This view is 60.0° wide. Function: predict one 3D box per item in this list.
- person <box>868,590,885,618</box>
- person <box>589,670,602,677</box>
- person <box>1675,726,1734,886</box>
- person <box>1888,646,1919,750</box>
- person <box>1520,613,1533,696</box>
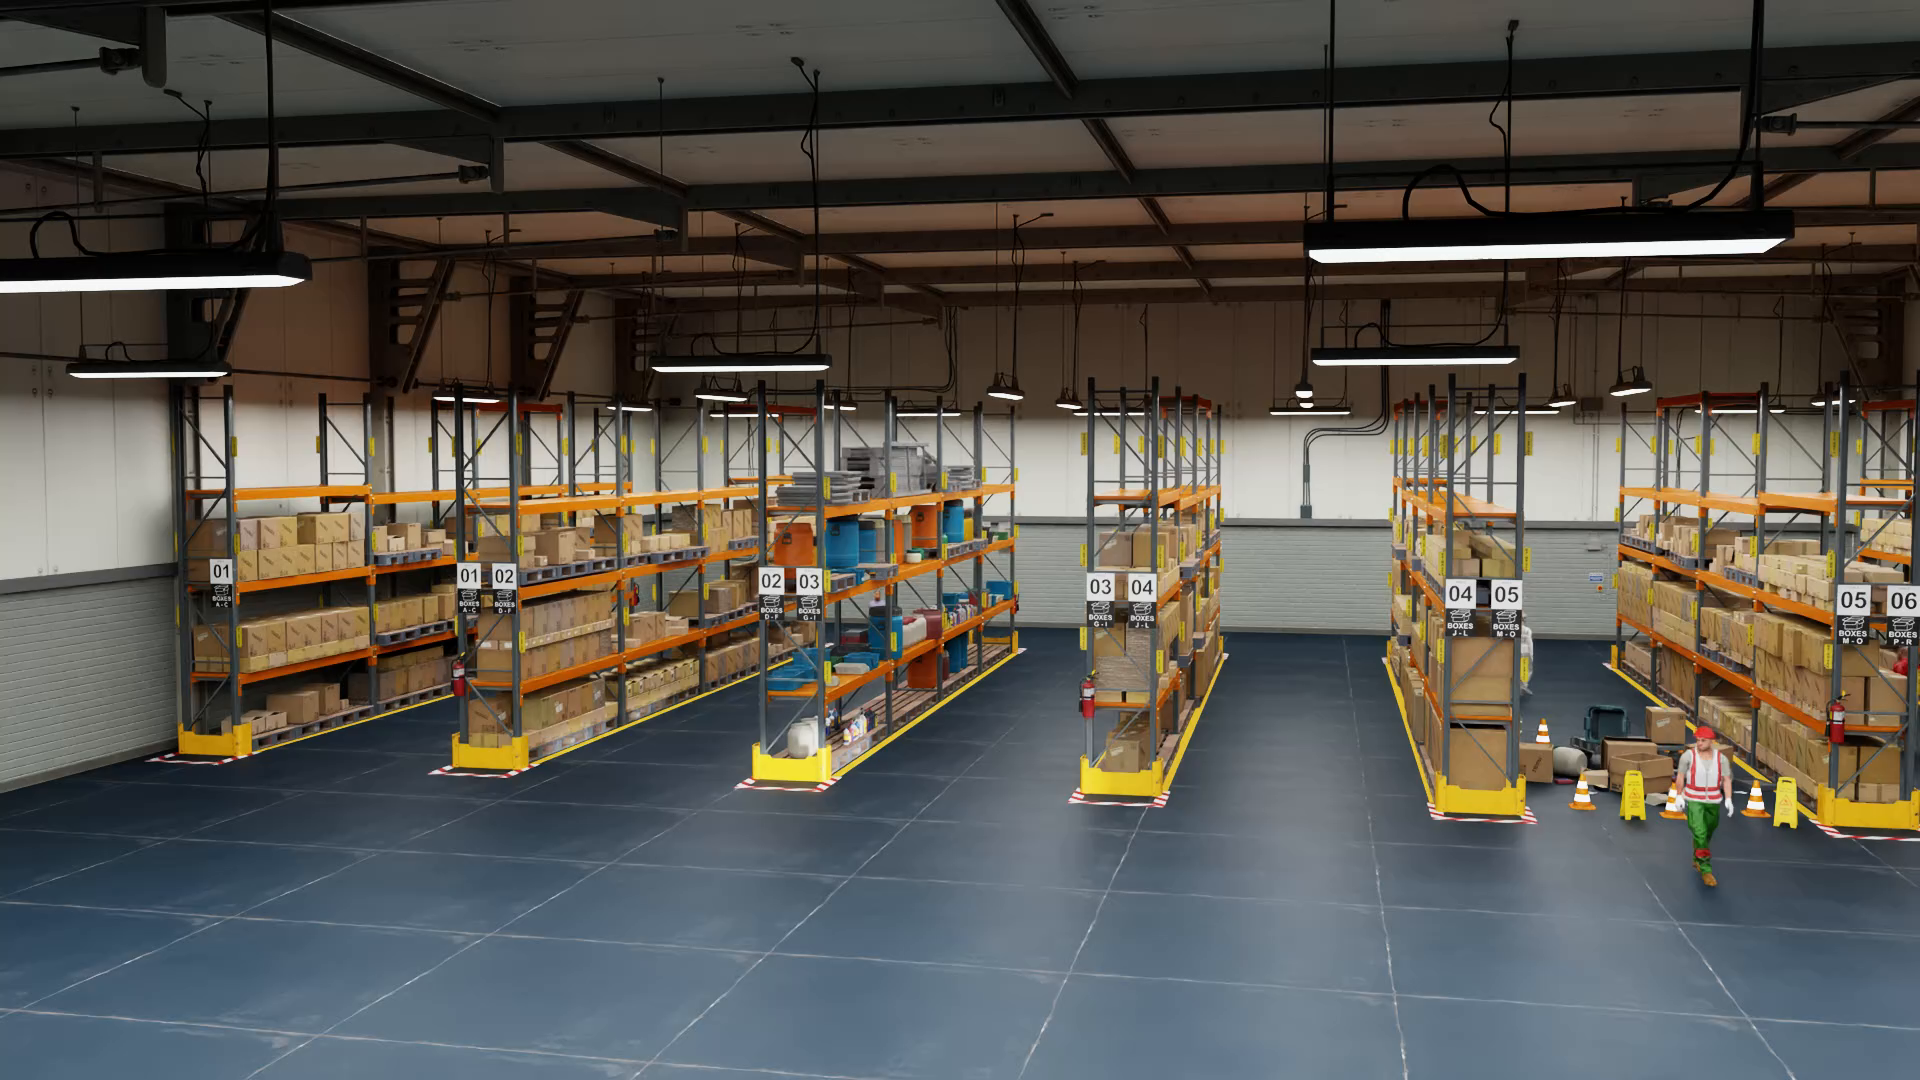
[{"bbox_3d":[-1.952,1.989,39.598,0.500,1.570,1.052,0,3,3],"label":"person"},{"bbox_3d":[-7.952,2.099,36.020,0.592,1.753,0.476,2,4,27],"label":"person"},{"bbox_3d":[8.602,3.023,19.179,0.561,1.744,0.930,0,3,7],"label":"person"},{"bbox_3d":[15.547,2.644,27.341,0.540,1.785,0.600,0,3,5],"label":"person"},{"bbox_3d":[11.226,2.306,33.305,0.526,1.675,0.490,2,4,27],"label":"person"}]
